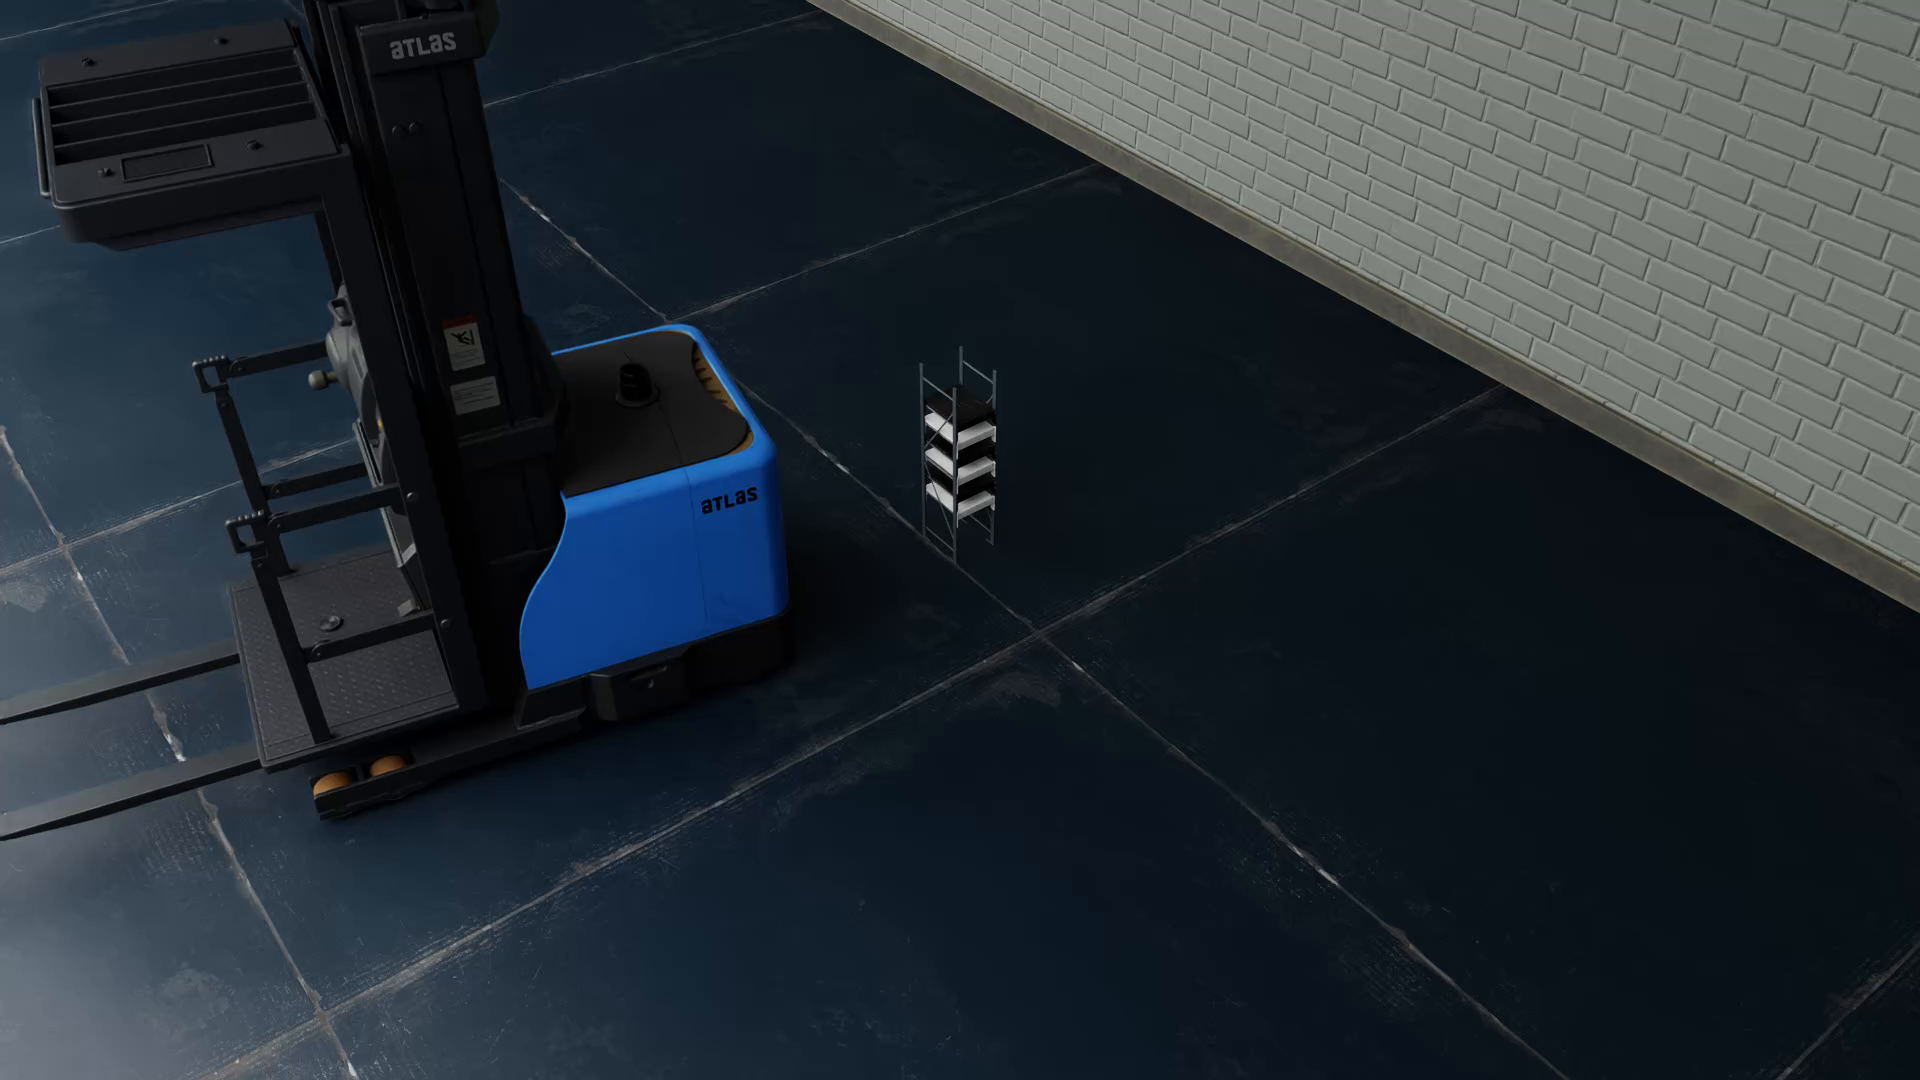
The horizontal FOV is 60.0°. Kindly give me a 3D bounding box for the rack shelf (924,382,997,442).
[{"bbox_3d":[-0.006,-0.528,6.811,0.200,0.077,0.258,-26,46,-28],"label":"rack shelf"}]

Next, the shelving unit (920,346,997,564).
[{"bbox_3d":[-0.006,-0.345,6.961,0.210,0.900,0.258,-26,46,-28],"label":"shelving unit"}]

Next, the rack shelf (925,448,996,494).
[{"bbox_3d":[-0.006,-0.319,6.982,0.200,0.077,0.258,-26,46,-28],"label":"rack shelf"}]

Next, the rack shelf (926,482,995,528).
[{"bbox_3d":[-0.006,-0.180,7.096,0.200,0.077,0.258,-26,46,-28],"label":"rack shelf"}]

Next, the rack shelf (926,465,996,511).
[{"bbox_3d":[-0.006,-0.249,7.039,0.200,0.077,0.258,-26,46,-28],"label":"rack shelf"}]

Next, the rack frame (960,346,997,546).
[{"bbox_3d":[0.074,-0.384,7.009,0.006,0.900,0.240,-26,46,-28],"label":"rack frame"}]

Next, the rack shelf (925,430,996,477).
[{"bbox_3d":[-0.006,-0.389,6.925,0.200,0.077,0.258,-26,46,-28],"label":"rack shelf"}]

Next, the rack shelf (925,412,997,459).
[{"bbox_3d":[-0.006,-0.458,6.868,0.200,0.077,0.258,-26,46,-28],"label":"rack shelf"}]

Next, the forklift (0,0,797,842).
[{"bbox_3d":[-2.206,-0.511,5.563,3.031,2.935,1.130,-17,42,-19],"label":"forklift"}]

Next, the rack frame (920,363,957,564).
[{"bbox_3d":[-0.087,-0.305,6.913,0.006,0.900,0.240,-26,46,-28],"label":"rack frame"}]
